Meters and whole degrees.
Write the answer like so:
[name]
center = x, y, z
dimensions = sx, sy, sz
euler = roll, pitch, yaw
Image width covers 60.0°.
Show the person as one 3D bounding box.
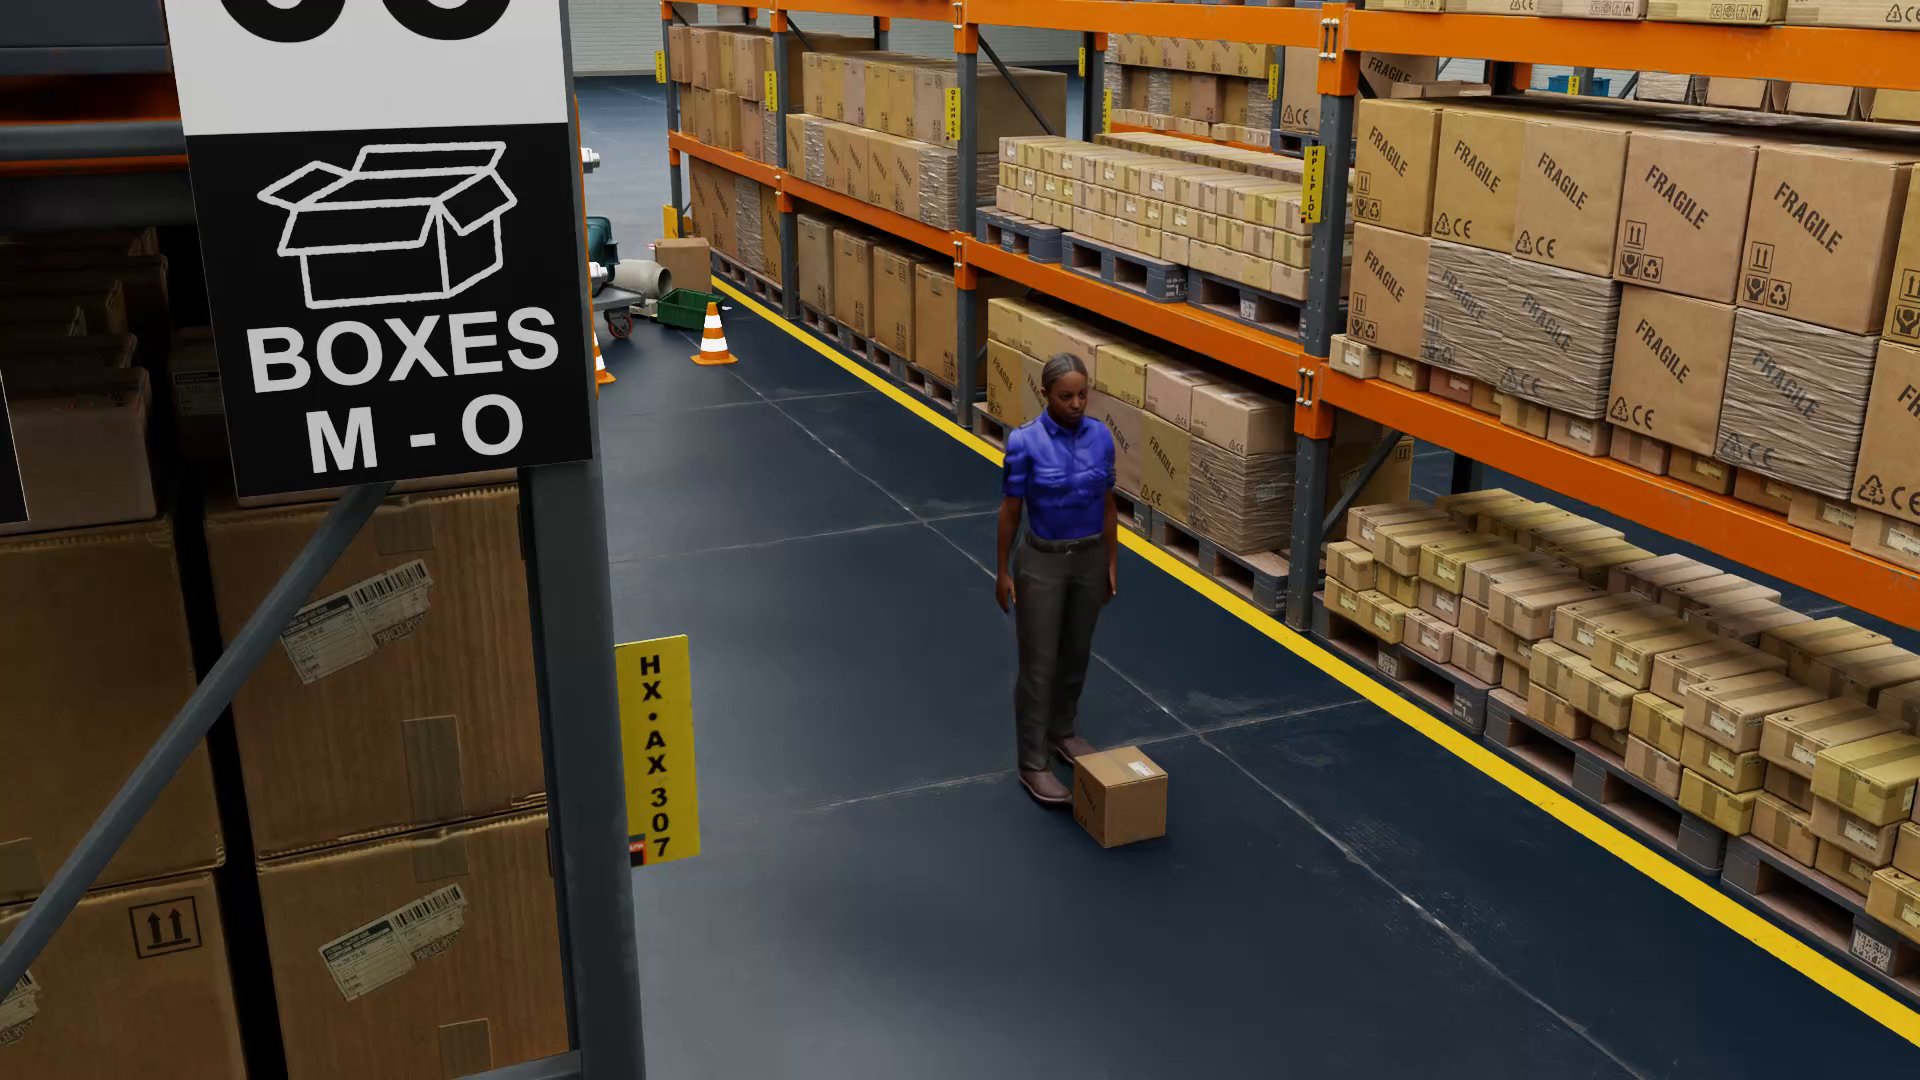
[person]
center = 0.395, 0.122, 6.200
dimensions = 0.453, 1.660, 0.462
euler = -8, 20, -21
